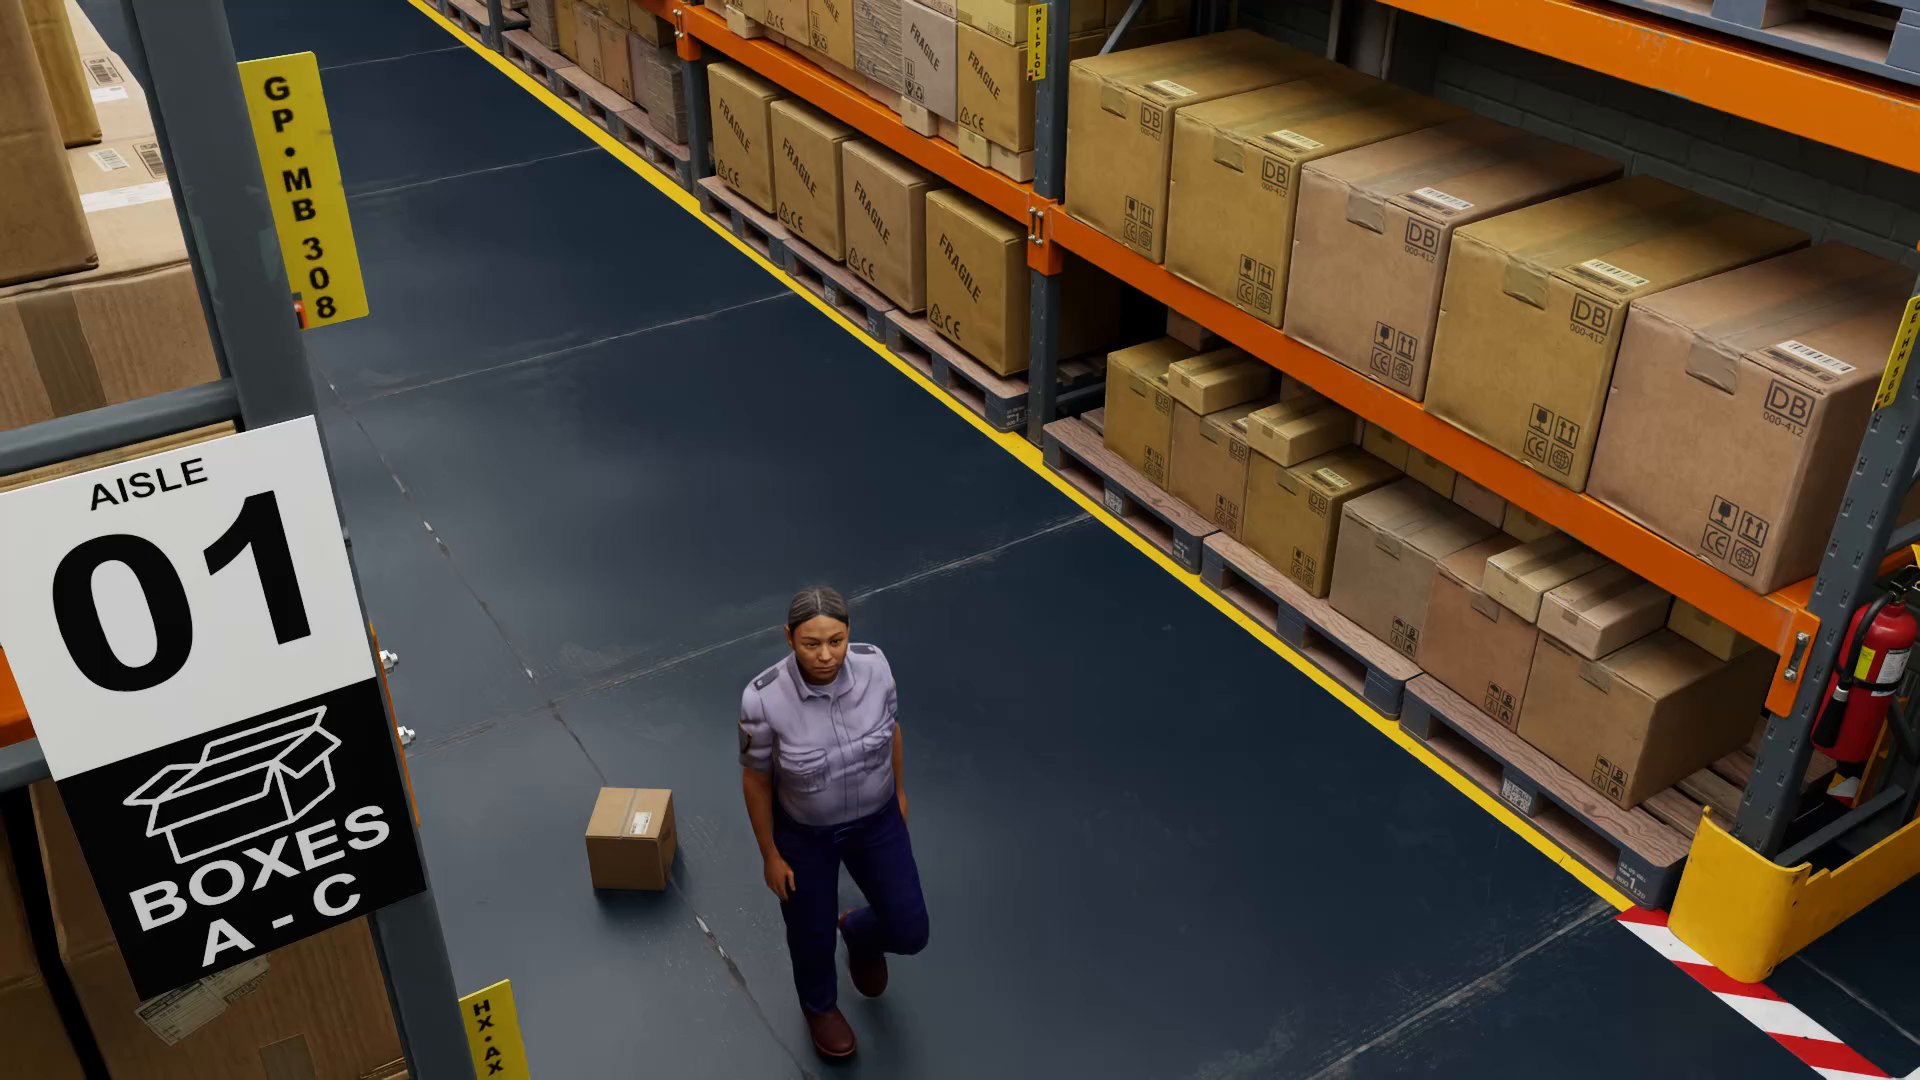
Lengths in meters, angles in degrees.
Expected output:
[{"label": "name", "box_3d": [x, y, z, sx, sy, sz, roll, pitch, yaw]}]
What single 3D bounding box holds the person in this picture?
[{"label": "person", "box_3d": [-0.361, 0.838, 4.806, 0.510, 1.648, 0.458, -13, 35, -19]}]
